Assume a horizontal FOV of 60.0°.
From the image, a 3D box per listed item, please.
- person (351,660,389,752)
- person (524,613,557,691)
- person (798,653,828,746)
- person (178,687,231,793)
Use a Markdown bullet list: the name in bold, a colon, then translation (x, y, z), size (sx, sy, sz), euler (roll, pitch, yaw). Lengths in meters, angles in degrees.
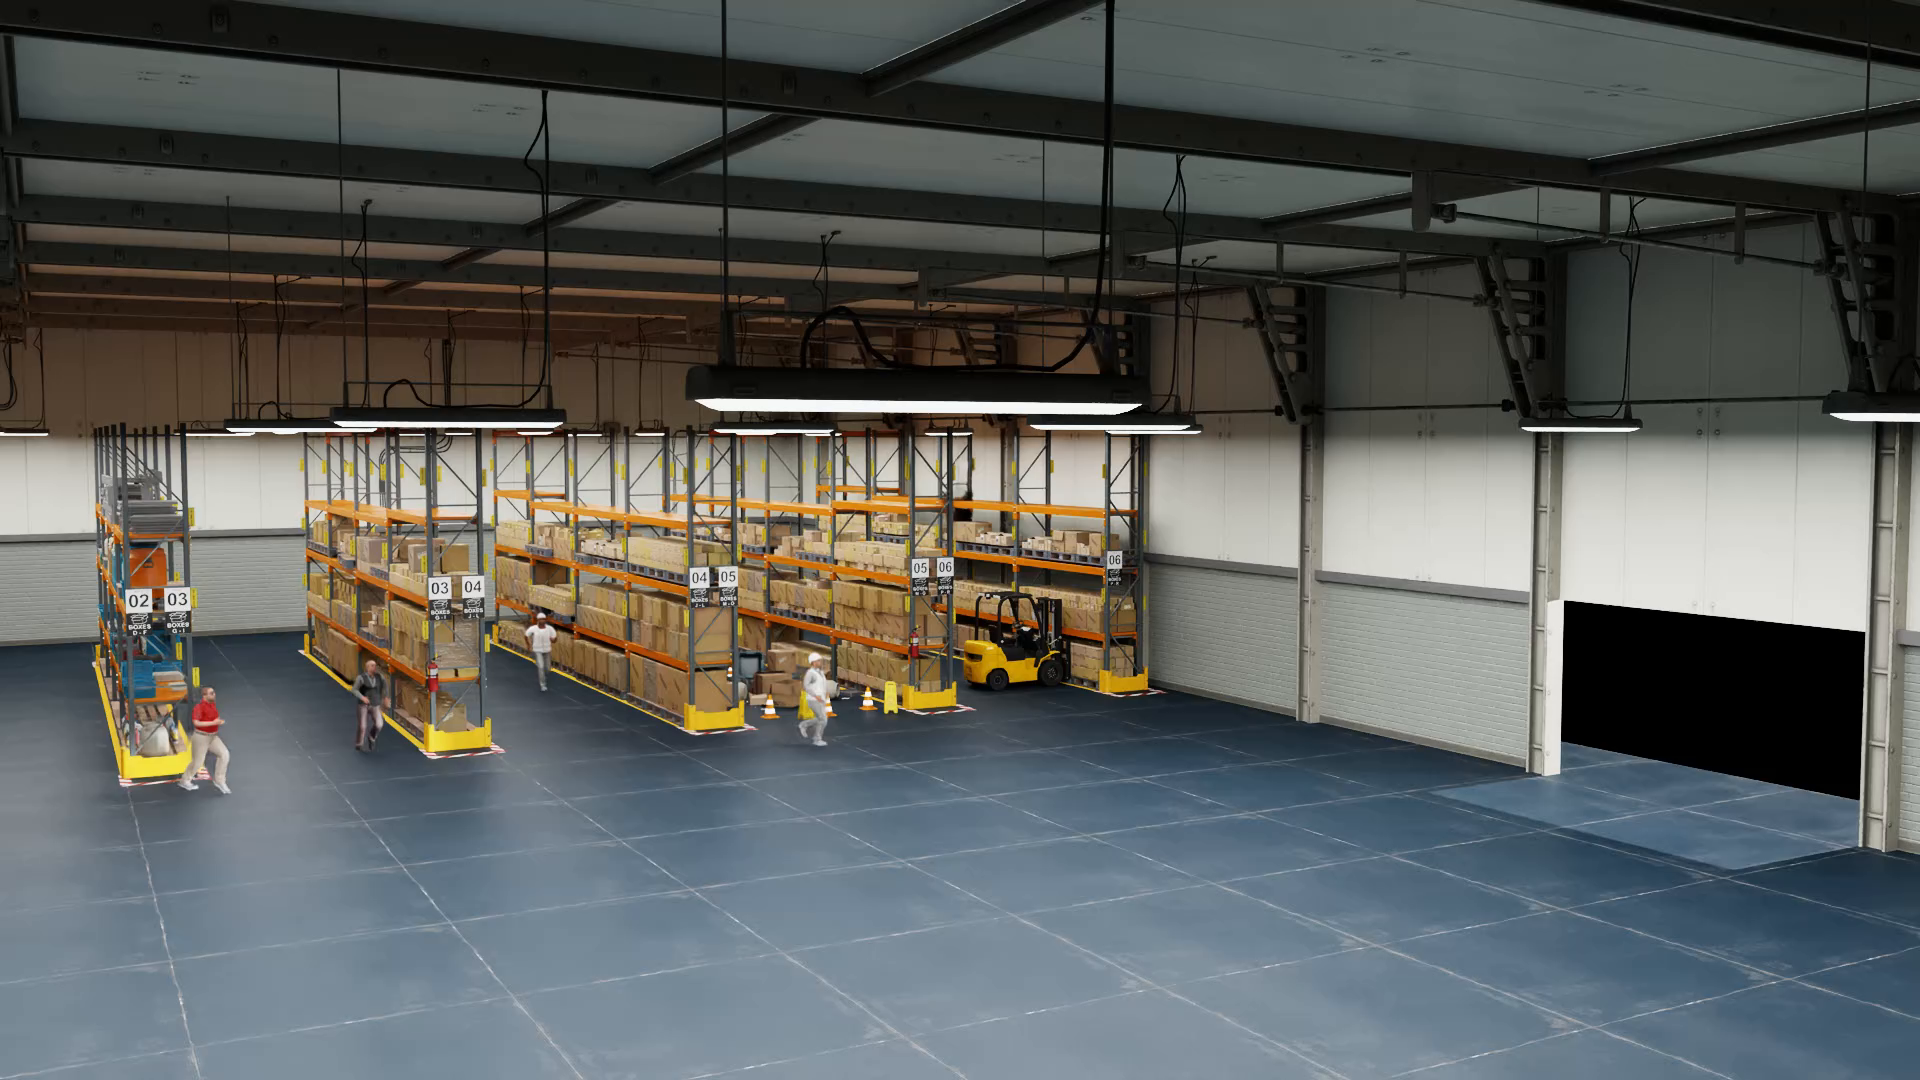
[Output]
- **person**: translation (-10.751, 3.038, 30.399), size (0.714, 1.684, 0.612), euler (-2, 4, -35)
- **person**: translation (-9.535, 2.539, 37.936), size (0.711, 1.748, 0.954), euler (-2, 4, -28)
- **person**: translation (-2.747, 2.972, 31.163), size (0.600, 1.727, 0.686), euler (1, 4, 16)
- **person**: translation (-12.221, 3.254, 26.895), size (0.869, 1.774, 0.678), euler (1, 3, 9)
